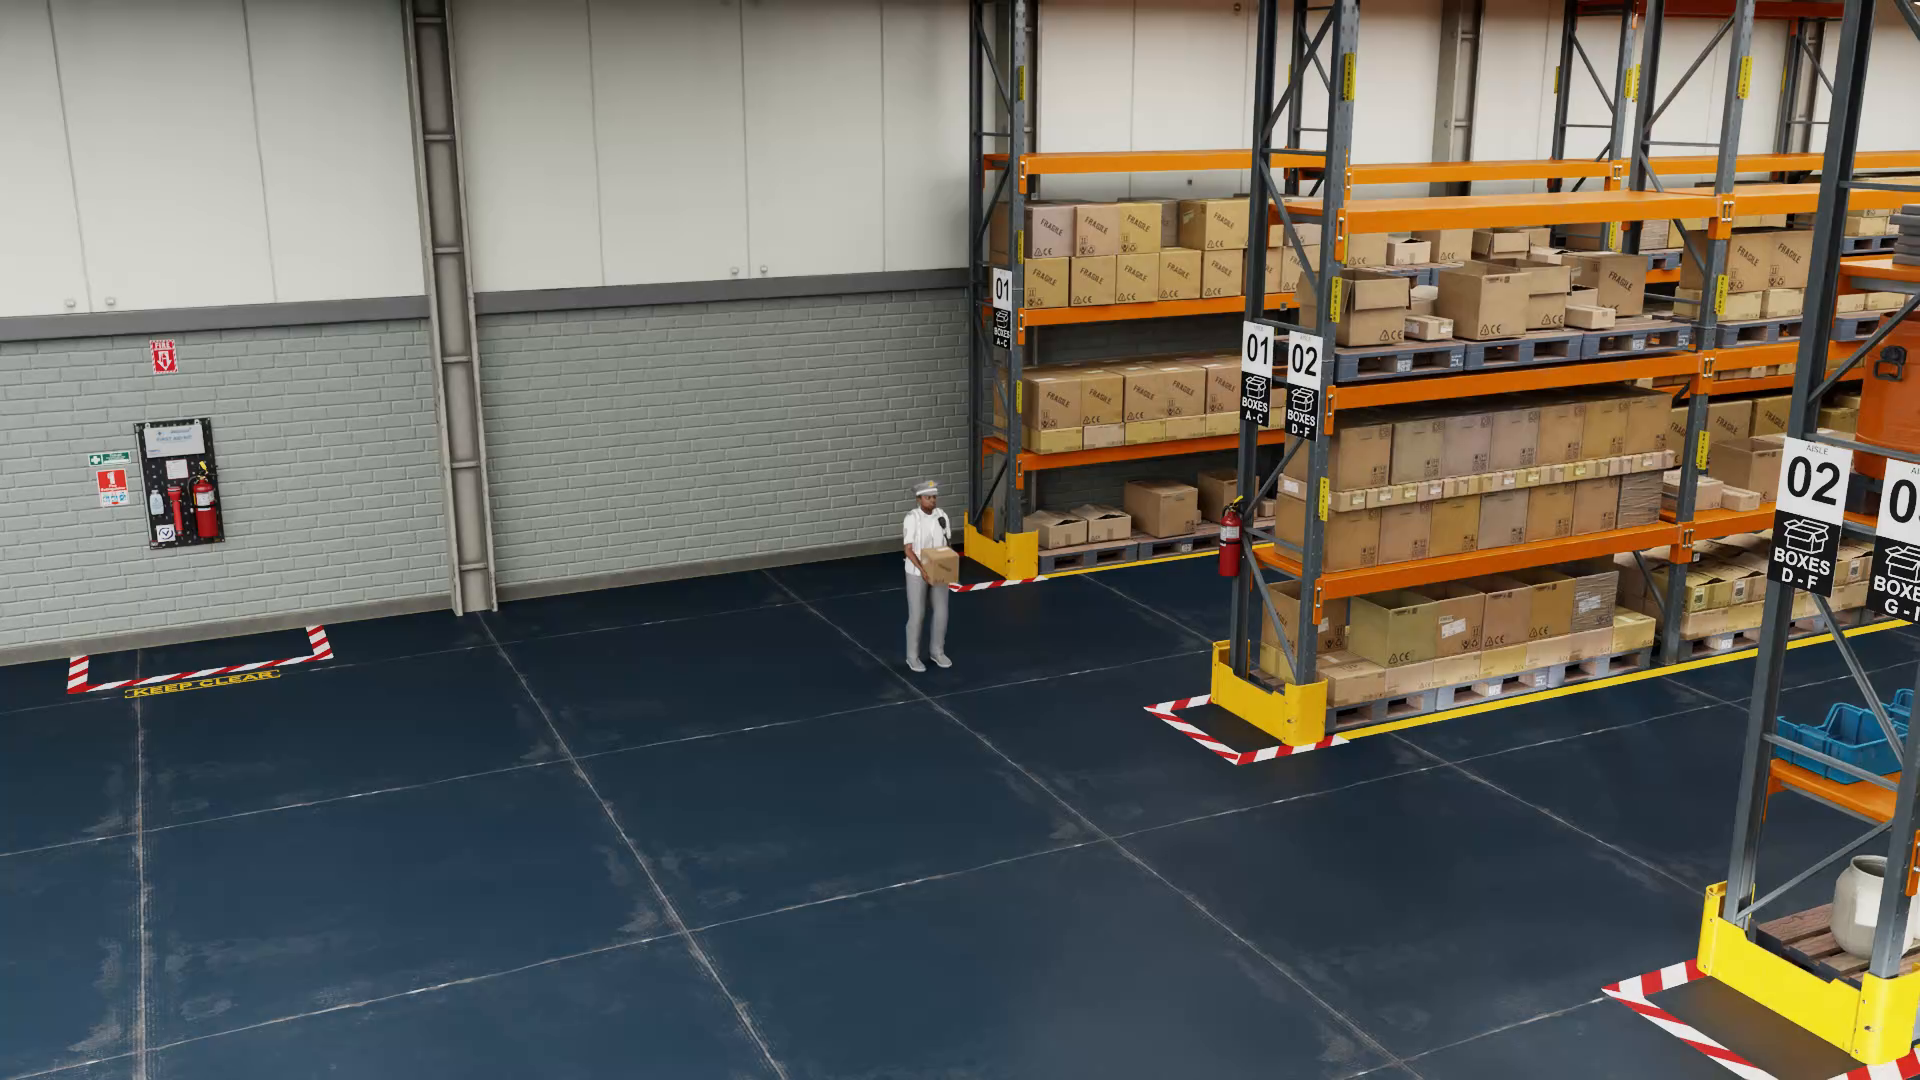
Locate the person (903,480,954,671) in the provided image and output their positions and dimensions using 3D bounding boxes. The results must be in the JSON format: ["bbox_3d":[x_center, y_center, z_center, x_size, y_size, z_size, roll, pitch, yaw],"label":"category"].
[{"bbox_3d":[-0.251,0.312,14.566,0.460,1.692,0.515,-7,17,-25],"label":"person"}]
